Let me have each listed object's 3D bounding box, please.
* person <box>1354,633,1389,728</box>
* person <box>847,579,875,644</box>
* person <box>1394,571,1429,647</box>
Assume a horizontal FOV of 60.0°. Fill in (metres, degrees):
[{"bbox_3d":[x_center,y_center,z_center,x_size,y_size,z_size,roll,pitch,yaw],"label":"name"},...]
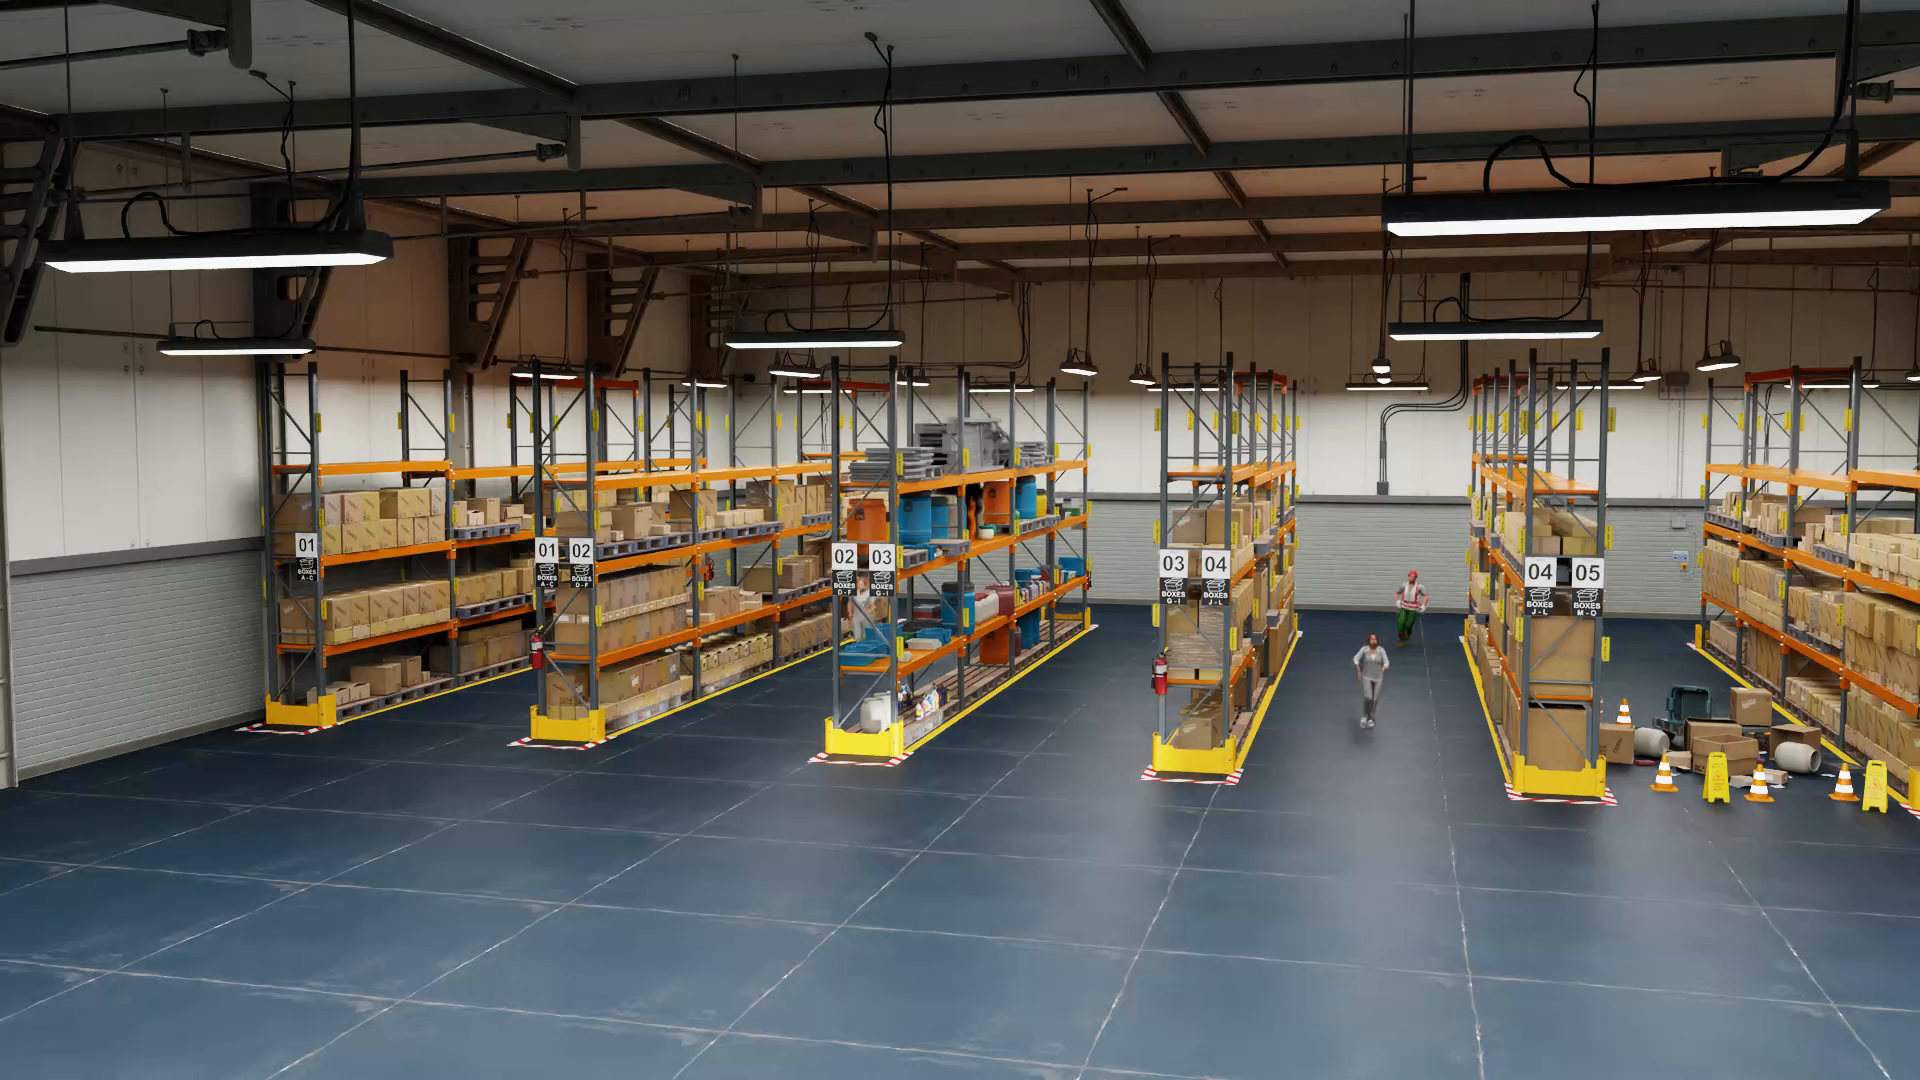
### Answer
[{"bbox_3d":[6.737,2.295,27.153,0.538,1.572,0.614,0,4,3],"label":"person"},{"bbox_3d":[-1.947,1.594,32.613,0.574,1.675,0.700,1,4,8],"label":"person"},{"bbox_3d":[10.063,1.533,37.167,0.752,1.720,0.572,2,5,27],"label":"person"}]
